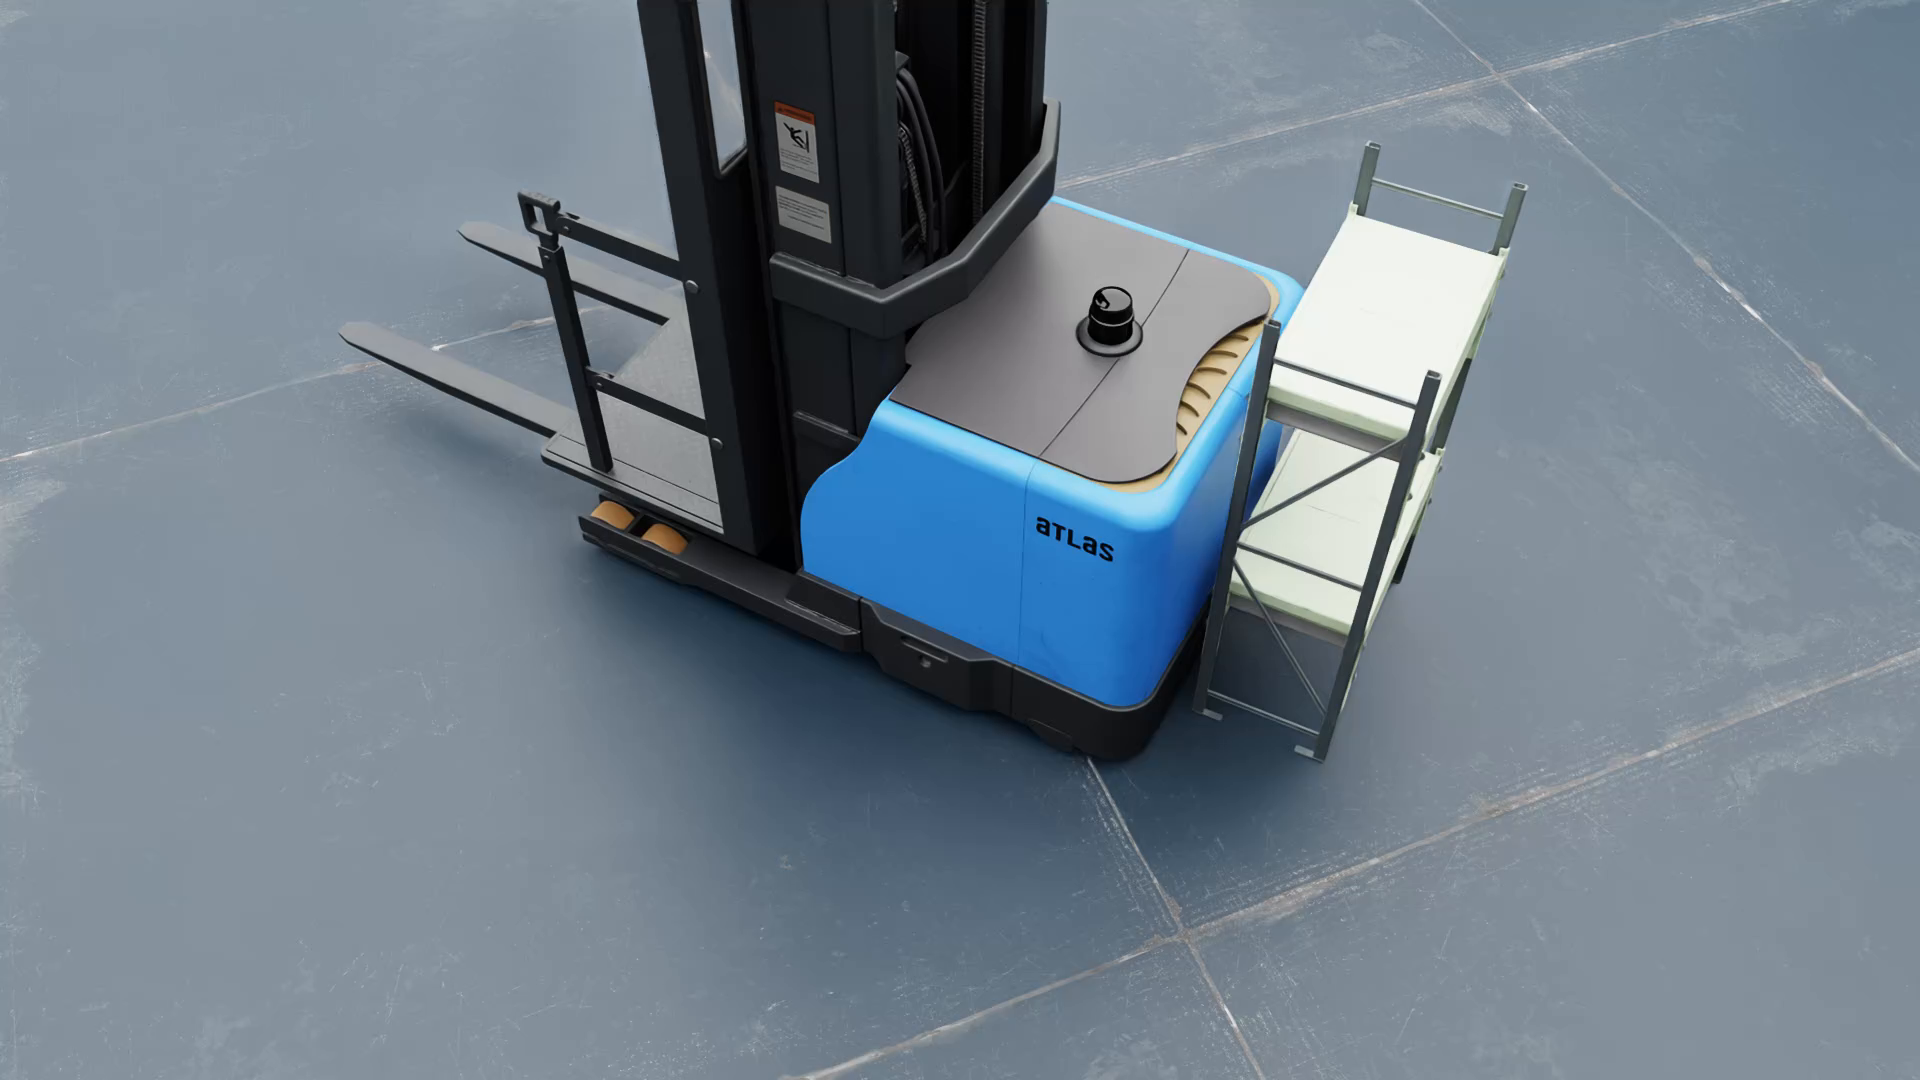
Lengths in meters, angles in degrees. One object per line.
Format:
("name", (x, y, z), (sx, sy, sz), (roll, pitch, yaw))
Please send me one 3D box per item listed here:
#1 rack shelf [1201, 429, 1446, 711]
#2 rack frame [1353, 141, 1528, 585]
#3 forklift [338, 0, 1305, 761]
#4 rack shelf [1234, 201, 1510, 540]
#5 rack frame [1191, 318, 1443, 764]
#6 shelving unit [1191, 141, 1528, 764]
("rack shelf", (1.020, 0.034, 4.662), (0.431, 0.370, 0.720), (21, 53, 17))
("rack frame", (1.185, -0.427, 4.627), (0.400, 1.500, 0.023), (21, 53, 17))
("forklift", (-0.595, -1.169, 4.322), (3.031, 2.935, 1.130), (23, 53, 18))
("rack shelf", (1.021, -0.433, 4.118), (0.431, 0.370, 0.720), (21, 53, 17))
("rack frame", (0.856, 0.069, 4.201), (0.400, 1.500, 0.023), (21, 53, 17))
("shelving unit", (1.020, -0.179, 4.414), (0.431, 1.500, 0.755), (21, 53, 17))
